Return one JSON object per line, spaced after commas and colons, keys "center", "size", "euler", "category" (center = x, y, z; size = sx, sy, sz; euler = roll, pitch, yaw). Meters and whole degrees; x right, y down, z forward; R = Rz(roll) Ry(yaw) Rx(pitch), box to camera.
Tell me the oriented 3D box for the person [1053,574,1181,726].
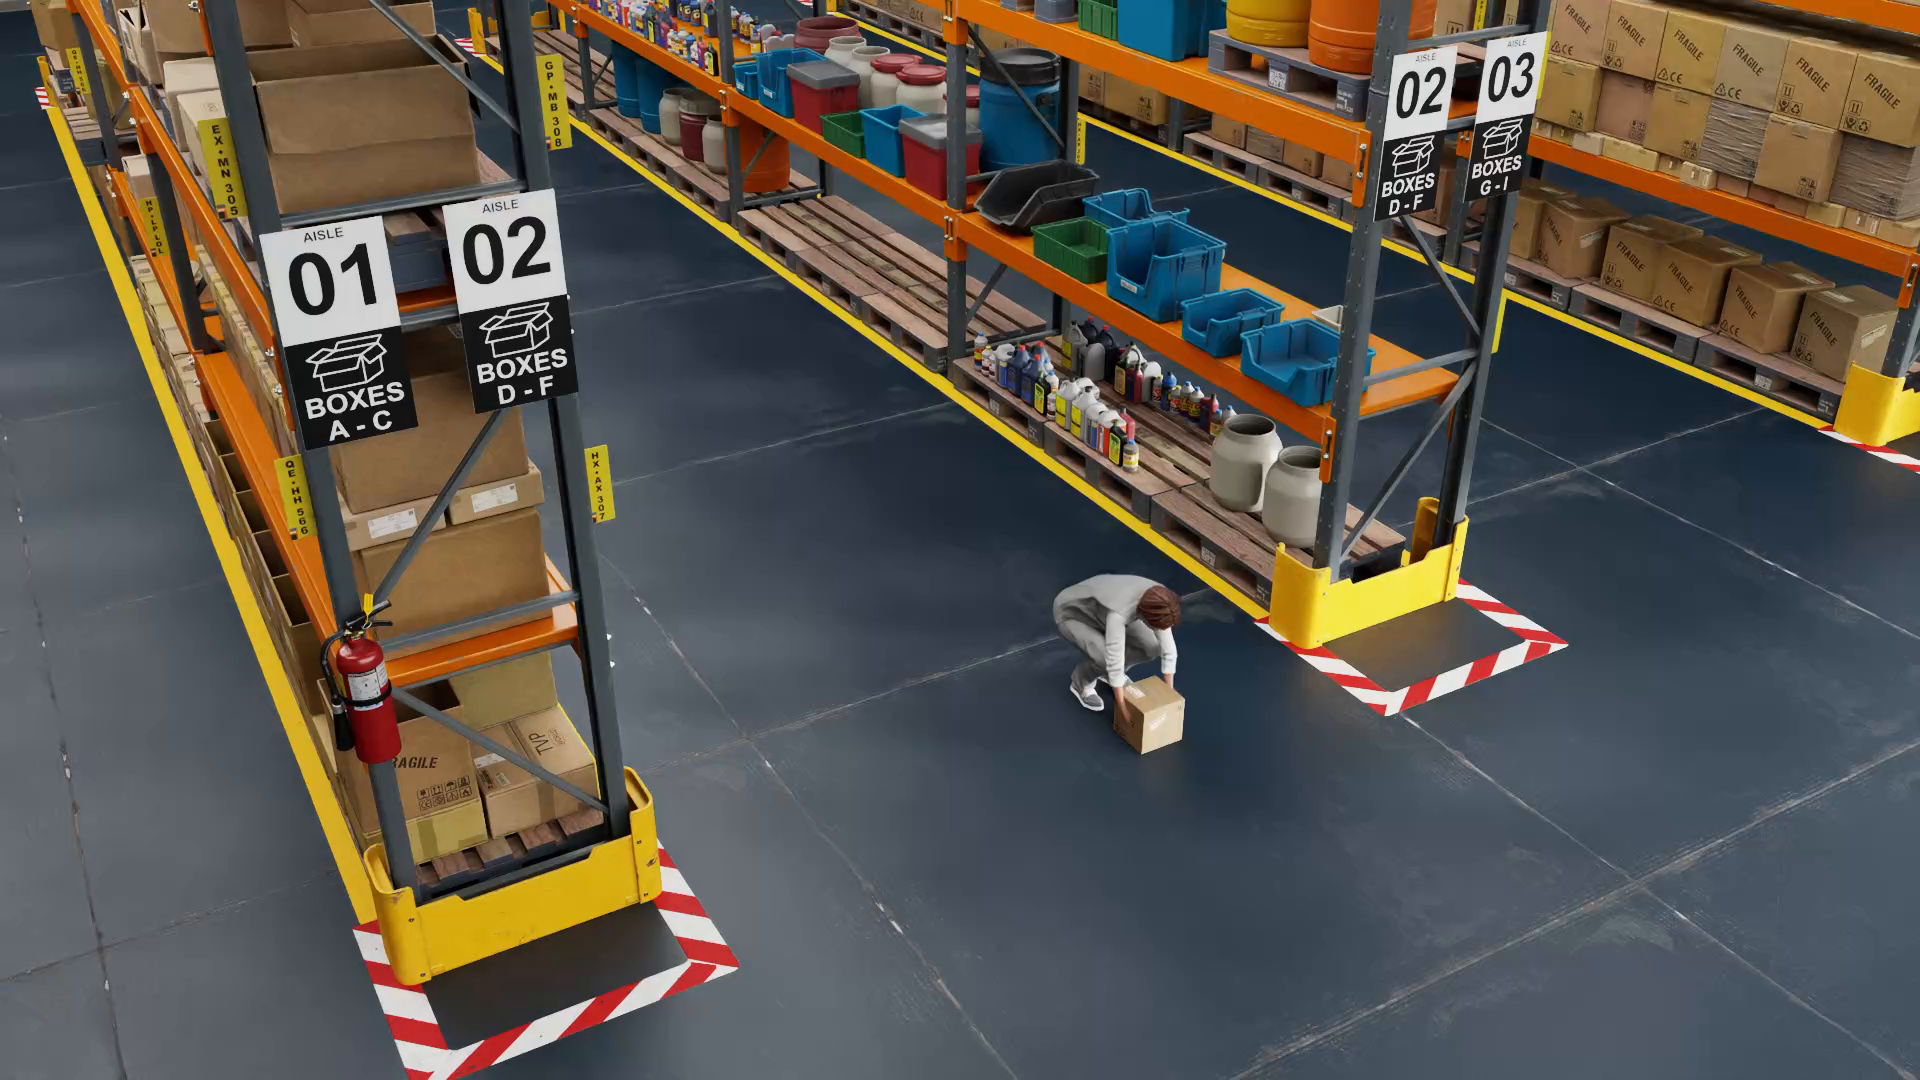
{"center": [0.802, 0.490, 8.490], "size": [0.434, 0.816, 0.800], "euler": [-16, 33, -26], "category": "person"}
